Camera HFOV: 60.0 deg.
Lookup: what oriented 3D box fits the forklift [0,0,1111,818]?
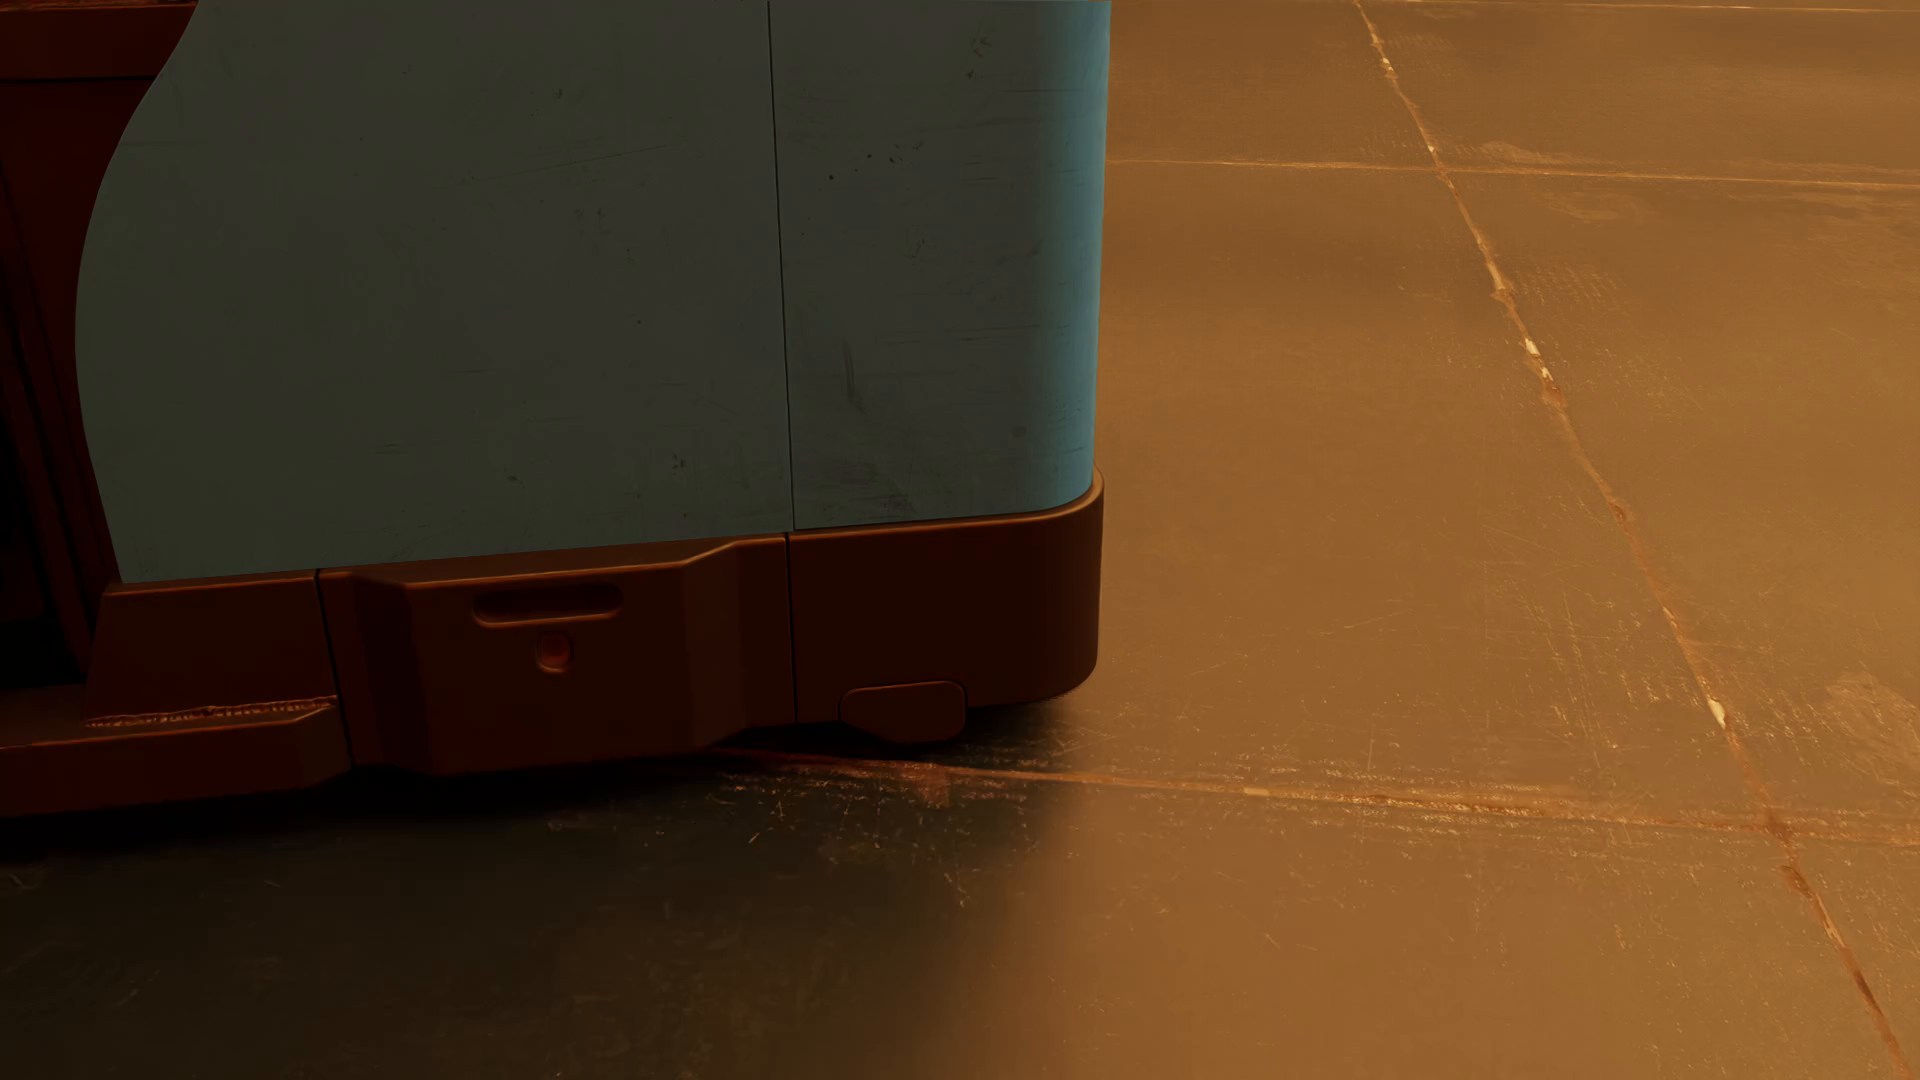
[{"bbox_3d":[-1.398,-1.176,1.573,3.031,2.935,1.130,-5,27,-9],"label":"forklift"}]
